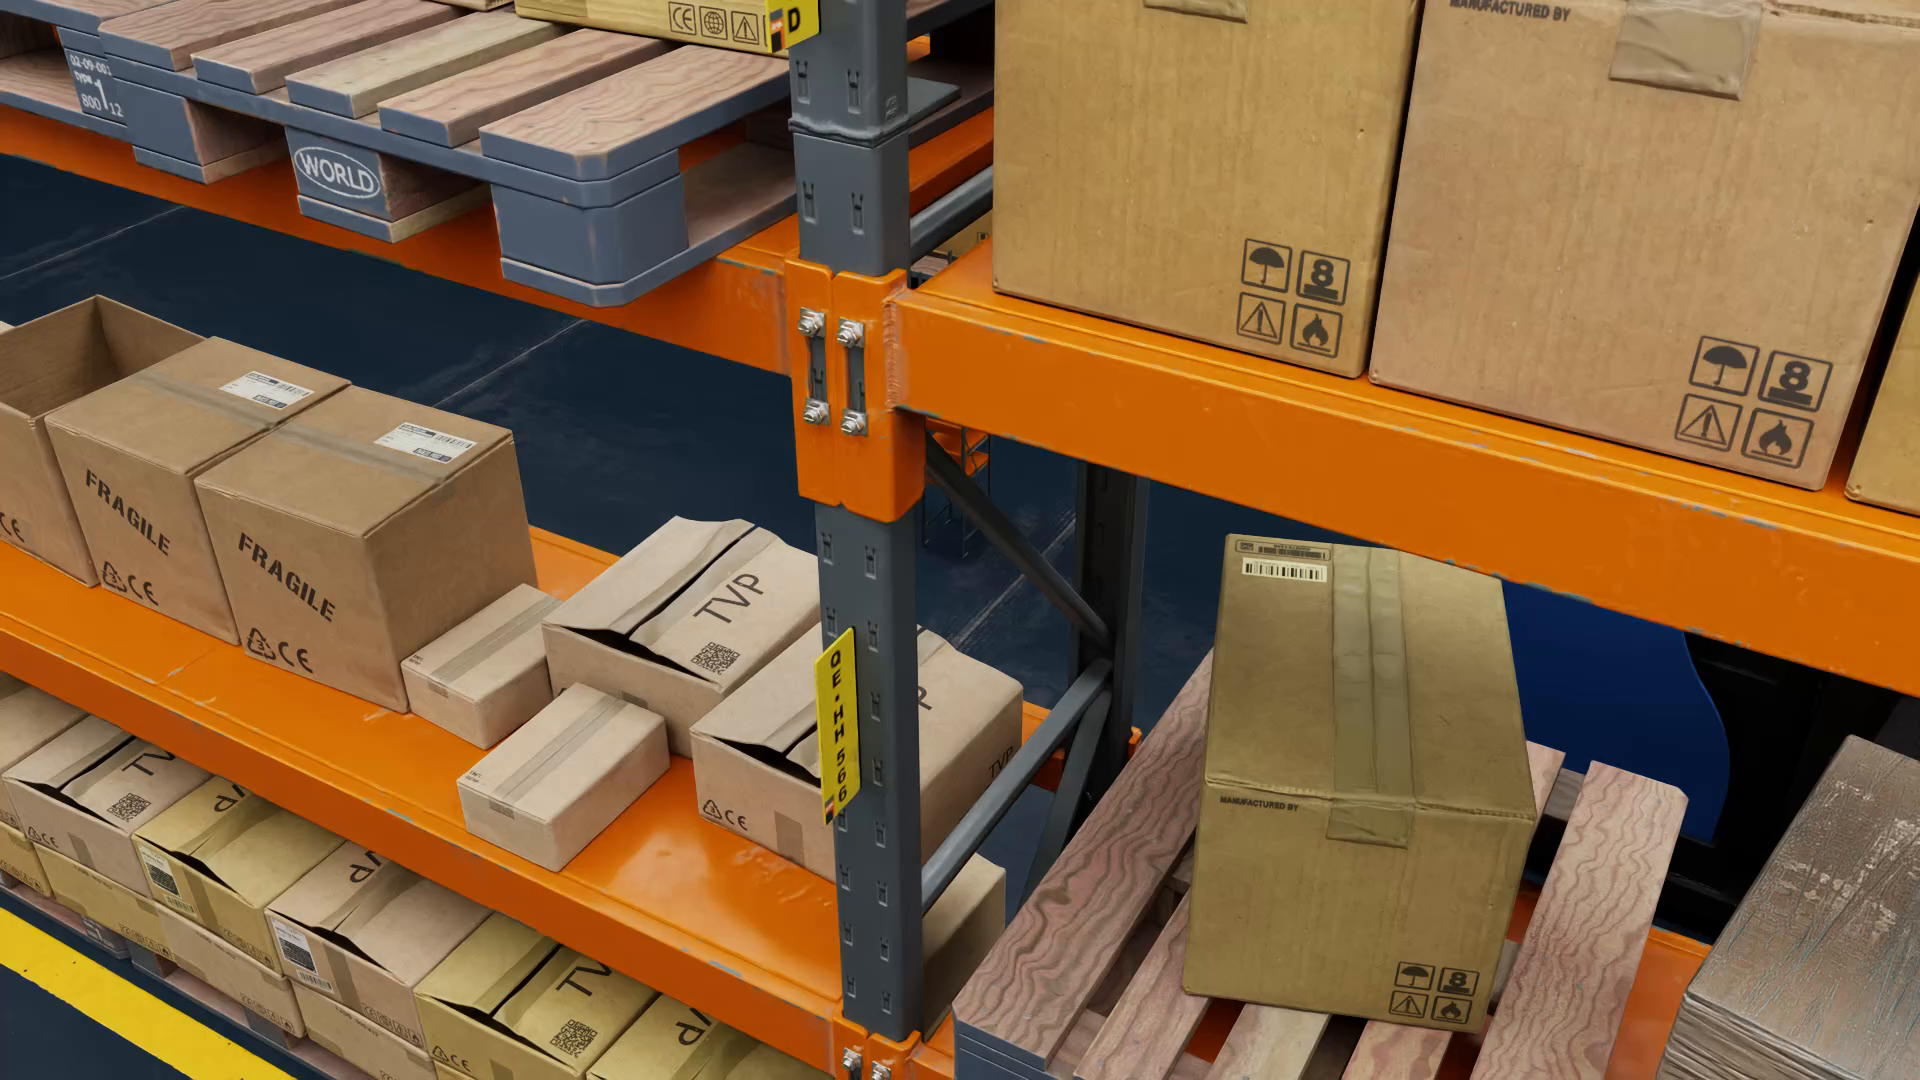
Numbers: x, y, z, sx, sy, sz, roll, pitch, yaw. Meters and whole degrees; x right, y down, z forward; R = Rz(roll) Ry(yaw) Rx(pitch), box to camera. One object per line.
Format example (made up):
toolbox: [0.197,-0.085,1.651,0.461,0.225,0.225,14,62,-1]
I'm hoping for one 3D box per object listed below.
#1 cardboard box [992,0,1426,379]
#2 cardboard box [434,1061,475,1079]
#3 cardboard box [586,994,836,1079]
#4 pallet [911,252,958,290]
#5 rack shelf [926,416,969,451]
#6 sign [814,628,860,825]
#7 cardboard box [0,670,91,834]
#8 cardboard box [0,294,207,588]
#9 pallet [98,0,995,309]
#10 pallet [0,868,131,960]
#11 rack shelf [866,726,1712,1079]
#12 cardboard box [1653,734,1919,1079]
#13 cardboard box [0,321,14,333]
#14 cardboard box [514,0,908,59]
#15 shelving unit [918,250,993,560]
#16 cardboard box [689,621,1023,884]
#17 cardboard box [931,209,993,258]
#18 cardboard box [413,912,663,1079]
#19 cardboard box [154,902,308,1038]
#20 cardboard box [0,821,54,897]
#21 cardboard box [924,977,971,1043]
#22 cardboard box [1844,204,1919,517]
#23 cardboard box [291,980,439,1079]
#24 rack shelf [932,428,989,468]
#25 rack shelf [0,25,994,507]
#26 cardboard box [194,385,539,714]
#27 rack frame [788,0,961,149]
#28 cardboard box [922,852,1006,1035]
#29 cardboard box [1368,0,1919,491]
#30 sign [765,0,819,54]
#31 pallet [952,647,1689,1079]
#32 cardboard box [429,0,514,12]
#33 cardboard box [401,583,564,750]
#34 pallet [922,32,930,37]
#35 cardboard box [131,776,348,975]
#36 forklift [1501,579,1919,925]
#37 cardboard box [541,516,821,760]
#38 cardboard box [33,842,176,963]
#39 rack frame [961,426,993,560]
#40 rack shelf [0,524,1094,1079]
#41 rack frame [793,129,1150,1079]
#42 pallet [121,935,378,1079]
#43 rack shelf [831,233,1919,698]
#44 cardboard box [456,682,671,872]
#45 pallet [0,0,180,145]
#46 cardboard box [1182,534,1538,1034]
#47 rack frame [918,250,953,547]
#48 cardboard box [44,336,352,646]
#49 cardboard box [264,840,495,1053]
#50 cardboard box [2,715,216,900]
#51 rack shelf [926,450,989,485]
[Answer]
cardboard box: [0.480,-0.682,2.271,0.500,0.500,0.910,18,37,24]
cardboard box: [-0.942,1.307,4.183,0.500,0.250,0.500,17,37,24]
cardboard box: [-0.492,1.215,3.815,0.500,0.311,0.500,19,38,26]
pallet: [-0.257,-1.606,8.972,1.213,0.211,1.003,18,37,24]
rack shelf: [-0.013,-0.466,6.448,0.180,0.103,0.258,18,37,24]
sign: [-0.188,0.291,2.563,0.005,0.325,0.100,18,37,24]
cardboard box: [-2.721,0.515,4.867,0.500,0.311,0.500,17,37,24]
cardboard box: [-2.272,-0.273,4.364,0.500,0.500,0.500,20,39,28]
pallet: [-0.549,-0.809,2.723,1.003,0.211,1.213,19,38,27]
pallet: [-2.729,0.749,5.435,1.213,0.211,1.003,18,37,24]
rack shelf: [1.821,1.354,2.659,4.000,0.370,1.077,18,37,24]
cardboard box: [1.387,0.751,2.448,0.500,0.500,0.700,25,41,33]
cardboard box: [-2.939,-0.419,4.808,0.500,0.250,0.500,20,39,27]
cardboard box: [-0.337,-0.954,2.526,0.500,0.250,0.500,15,36,21]
shelving unit: [-0.013,-0.503,6.423,0.189,1.200,0.258,18,37,24]
cardboard box: [-0.209,0.421,3.492,0.500,0.311,0.500,20,39,27]
cardboard box: [0.187,-1.811,8.621,0.500,0.500,0.700,17,37,23]
cardboard box: [-0.947,1.076,4.025,0.500,0.311,0.500,17,37,24]
cardboard box: [-1.825,1.027,4.603,0.500,0.250,0.500,18,38,25]
cardboard box: [-2.718,0.746,5.026,0.500,0.250,0.500,19,38,26]
cardboard box: [-0.224,1.189,4.360,0.500,0.250,0.500,17,37,24]
cardboard box: [1.375,-0.399,1.846,0.500,0.500,0.910,18,37,24]
cardboard box: [-1.377,1.167,4.393,0.500,0.250,0.500,18,38,25]
rack shelf: [-0.013,-0.367,6.515,0.180,0.103,0.258,18,37,24]
rack shelf: [-1.652,-0.995,3.480,4.000,0.370,1.077,18,37,24]
cardboard box: [-1.380,0.009,3.939,0.500,0.500,0.500,16,37,22]
rack frame: [0.085,-1.992,1.623,0.127,3.000,1.000,18,37,24]
cardboard box: [-0.224,0.955,4.205,0.500,0.311,0.500,19,38,26]
cardboard box: [0.923,-0.542,2.060,0.500,0.500,0.910,18,37,24]
sign: [-0.198,-0.727,1.892,0.005,0.325,0.100,18,37,24]
pallet: [0.708,0.737,3.110,1.003,0.211,1.213,18,37,24]
cardboard box: [-0.801,-1.089,2.730,0.500,0.250,0.500,19,38,26]
cardboard box: [-1.050,0.286,3.842,0.250,0.149,0.380,21,39,28]
pallet: [-0.342,-2.620,8.152,1.213,0.211,1.003,18,37,24]
cardboard box: [-1.817,0.796,4.444,0.500,0.311,0.500,19,38,26]
forklift: [2.849,-0.177,4.372,3.031,2.935,1.130,20,38,27]
cardboard box: [-0.596,0.203,3.820,0.500,0.311,0.500,17,37,24]
cardboard box: [-2.267,0.887,4.814,0.500,0.250,0.500,16,37,23]
rack frame: [0.067,-0.478,6.386,0.006,1.200,0.240,18,37,24]
rack shelf: [-1.652,0.254,4.311,4.000,0.370,1.077,18,37,24]
rack frame: [0.085,0.505,3.286,0.127,3.000,1.000,18,37,24]
pallet: [-1.666,1.084,4.932,1.213,0.211,1.003,18,37,24]
rack shelf: [1.821,0.106,1.828,4.000,0.370,1.077,18,37,24]
cardboard box: [-0.833,0.495,3.527,0.250,0.149,0.380,18,37,24]
pallet: [-1.521,-1.115,3.182,1.213,0.211,1.003,19,38,27]
cardboard box: [0.687,0.407,2.963,0.500,0.500,0.700,6,34,9]
rack frame: [-0.092,-0.529,6.461,0.006,1.200,0.240,18,37,24]
cardboard box: [-1.837,-0.135,4.157,0.500,0.500,0.500,18,38,24]
cardboard box: [-1.383,0.935,4.235,0.500,0.311,0.500,17,37,24]
cardboard box: [-2.271,0.656,4.654,0.500,0.311,0.500,16,37,23]
rack shelf: [-0.013,-0.267,6.581,0.180,0.103,0.258,18,37,24]
